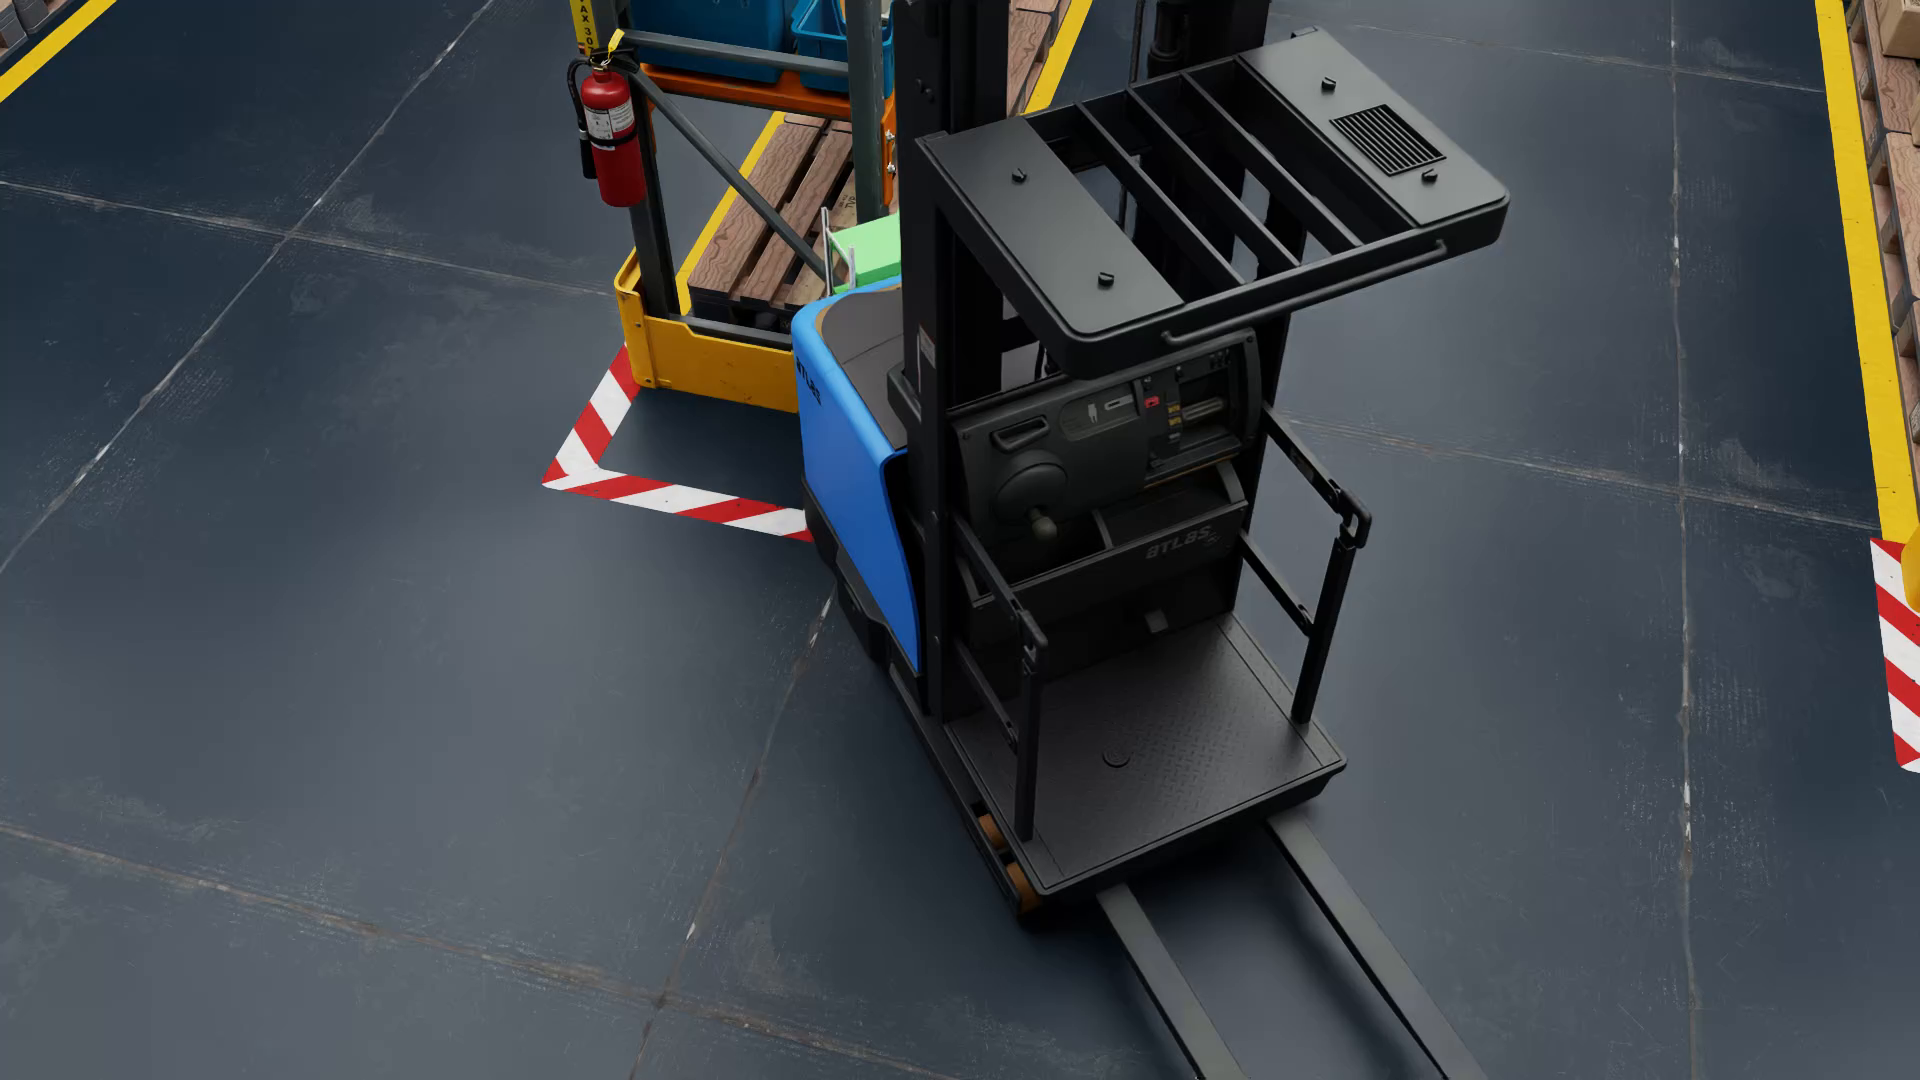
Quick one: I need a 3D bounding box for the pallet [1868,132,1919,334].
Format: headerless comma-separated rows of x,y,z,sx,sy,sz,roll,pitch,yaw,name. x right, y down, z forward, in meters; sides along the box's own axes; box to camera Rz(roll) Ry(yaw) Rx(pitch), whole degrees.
4.572,-1.272,7.232,1.003,0.211,1.213,12,50,10,pallet

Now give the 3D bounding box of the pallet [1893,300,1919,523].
4.249,-0.393,6.456,1.003,0.211,1.213,12,50,10,pallet

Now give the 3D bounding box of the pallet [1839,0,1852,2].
5.250,-3.250,8.978,1.003,0.211,1.213,12,50,10,pallet

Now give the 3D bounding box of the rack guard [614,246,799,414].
-0.752,-0.817,6.637,1.175,0.500,0.348,12,50,10,rack guard

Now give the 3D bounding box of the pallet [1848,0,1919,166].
4.891,-2.157,8.014,1.003,0.211,1.213,12,50,10,pallet

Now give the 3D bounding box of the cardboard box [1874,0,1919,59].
4.753,-2.572,8.019,0.500,0.311,0.500,12,50,10,cardboard box

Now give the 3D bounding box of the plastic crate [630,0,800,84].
-0.850,-1.974,5.928,0.616,0.435,0.499,12,50,10,plastic crate

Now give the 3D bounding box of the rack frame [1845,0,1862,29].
5.073,-3.577,7.406,1.000,3.000,0.127,12,50,10,rack frame

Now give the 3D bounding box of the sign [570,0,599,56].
-1.293,-1.815,5.742,0.100,0.325,0.005,12,50,10,sign

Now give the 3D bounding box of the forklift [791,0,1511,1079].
0.518,-0.188,4.461,1.130,2.935,3.031,-20,52,-17,forklift

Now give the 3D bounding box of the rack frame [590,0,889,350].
-0.758,-1.664,5.718,1.000,3.000,0.127,12,50,10,rack frame

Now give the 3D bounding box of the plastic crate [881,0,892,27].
-0.211,-1.926,6.085,0.250,0.136,0.298,12,50,10,plastic crate

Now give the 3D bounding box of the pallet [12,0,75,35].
-5.078,-3.192,8.926,1.003,0.211,1.213,12,50,10,pallet

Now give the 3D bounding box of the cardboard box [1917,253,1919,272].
4.204,-1.042,6.710,0.500,0.250,0.500,12,50,10,cardboard box

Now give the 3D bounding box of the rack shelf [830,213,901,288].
-0.193,-1.010,5.786,0.480,0.148,0.258,-21,52,-17,rack shelf

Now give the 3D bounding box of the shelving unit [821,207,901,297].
-0.194,-0.736,6.099,0.503,1.200,0.258,-21,52,-17,shelving unit

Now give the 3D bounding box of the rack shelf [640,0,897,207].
-0.232,-2.872,7.264,1.077,0.370,4.000,12,50,10,rack shelf

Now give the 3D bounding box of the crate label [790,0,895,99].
-0.375,-1.742,5.858,0.416,0.233,0.303,12,50,10,crate label

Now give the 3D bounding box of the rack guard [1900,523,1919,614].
4.040,0.089,5.838,1.175,0.500,0.348,12,50,10,rack guard

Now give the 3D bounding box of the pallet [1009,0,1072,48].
0.139,-3.095,8.841,1.003,0.211,1.213,12,50,10,pallet

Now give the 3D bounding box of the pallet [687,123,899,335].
-0.503,-1.330,7.283,1.003,0.211,1.213,12,50,10,pallet

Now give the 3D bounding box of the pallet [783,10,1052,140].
-0.180,-2.210,8.059,1.003,0.211,1.213,12,50,10,pallet

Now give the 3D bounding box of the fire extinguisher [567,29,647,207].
-1.236,-1.495,5.869,0.296,0.674,0.183,12,50,10,fire extinguisher

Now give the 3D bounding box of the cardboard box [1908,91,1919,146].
4.535,-1.896,7.519,0.380,0.166,0.250,12,50,10,cardboard box

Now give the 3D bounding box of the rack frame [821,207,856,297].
-0.412,-0.654,6.026,0.015,1.200,0.240,-21,52,-17,rack frame

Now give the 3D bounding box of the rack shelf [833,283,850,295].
-0.194,-0.852,5.966,0.480,0.148,0.258,-21,52,-17,rack shelf

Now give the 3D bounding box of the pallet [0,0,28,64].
-5.401,-2.312,8.150,1.003,0.211,1.213,12,50,10,pallet
